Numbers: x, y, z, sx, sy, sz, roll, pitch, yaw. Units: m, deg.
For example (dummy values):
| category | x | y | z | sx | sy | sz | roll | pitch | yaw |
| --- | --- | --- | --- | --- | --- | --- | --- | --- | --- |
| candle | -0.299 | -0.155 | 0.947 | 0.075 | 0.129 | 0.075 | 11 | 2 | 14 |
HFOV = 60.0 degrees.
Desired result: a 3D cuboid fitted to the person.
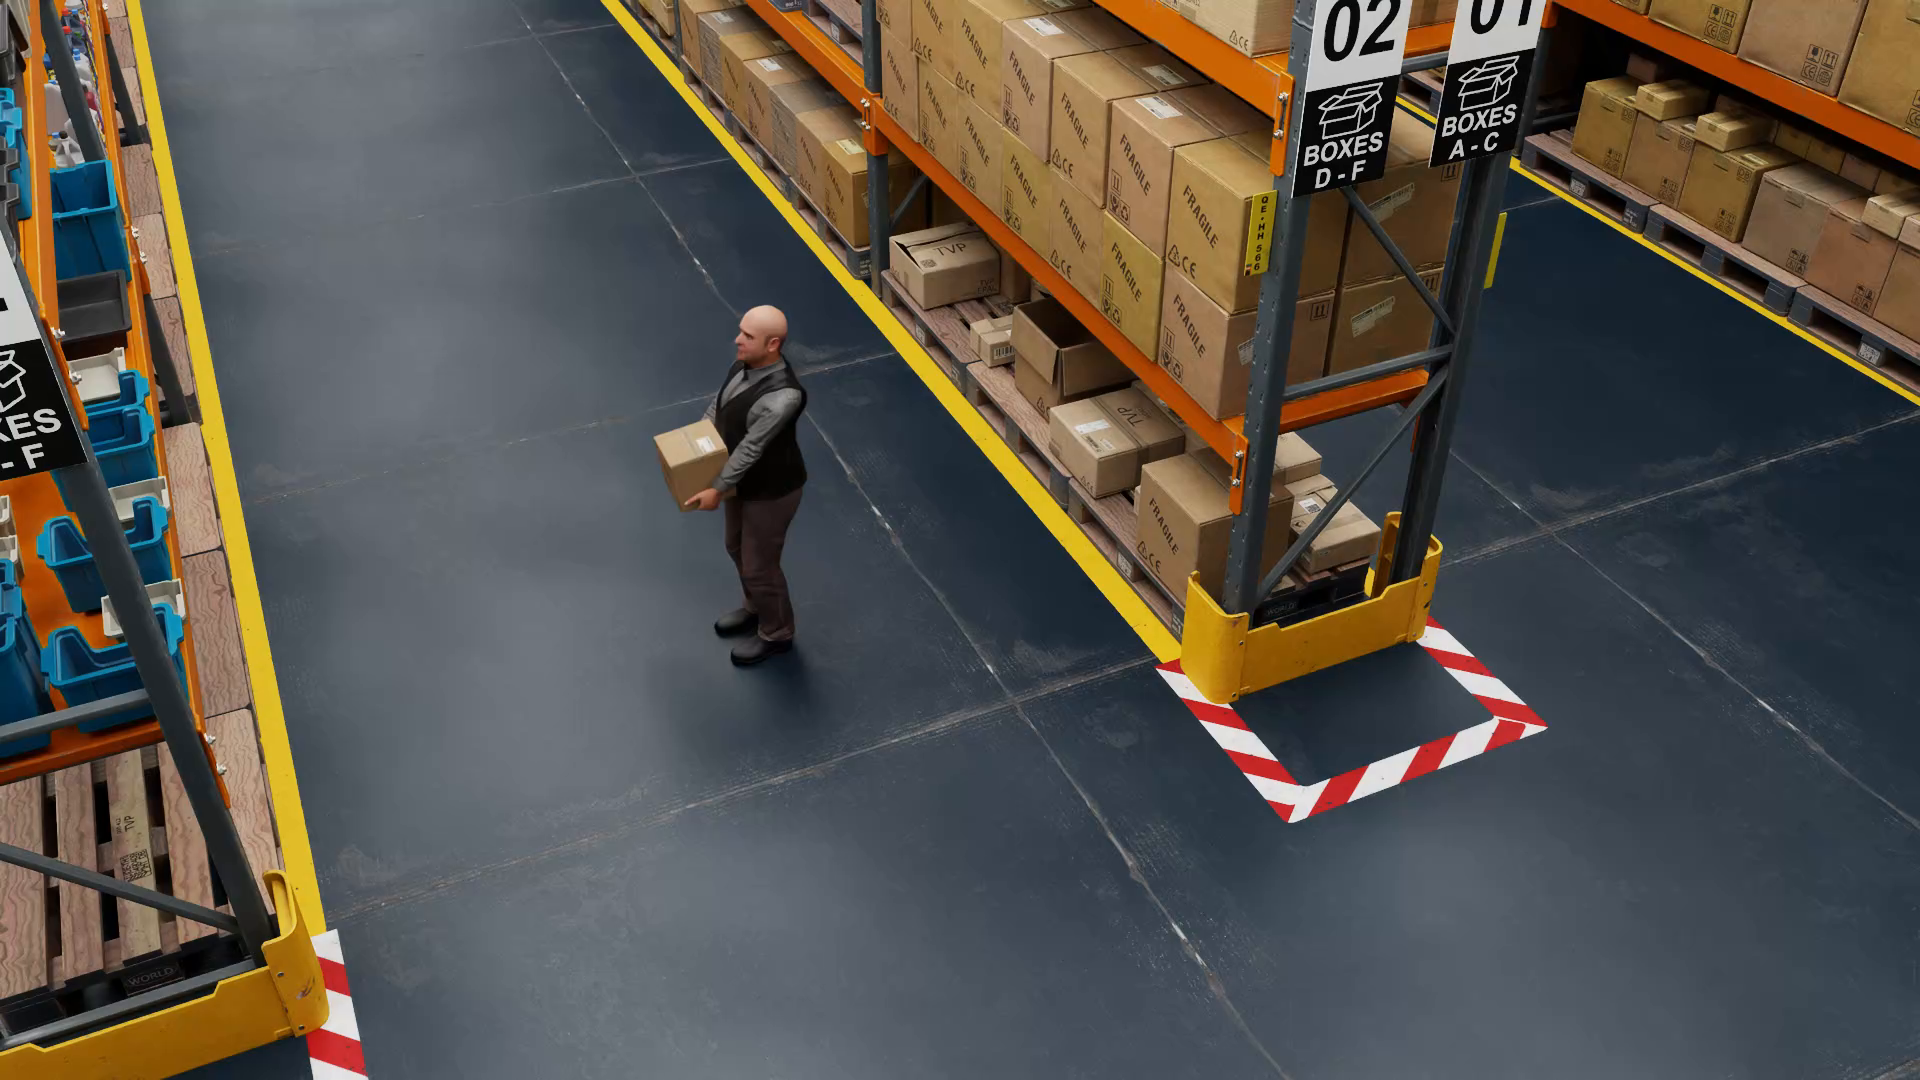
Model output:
| category | x | y | z | sx | sy | sz | roll | pitch | yaw |
| --- | --- | --- | --- | --- | --- | --- | --- | --- | --- |
| person | -0.940 | -0.217 | 7.171 | 0.559 | 1.711 | 0.494 | -15 | 40 | -19 |
